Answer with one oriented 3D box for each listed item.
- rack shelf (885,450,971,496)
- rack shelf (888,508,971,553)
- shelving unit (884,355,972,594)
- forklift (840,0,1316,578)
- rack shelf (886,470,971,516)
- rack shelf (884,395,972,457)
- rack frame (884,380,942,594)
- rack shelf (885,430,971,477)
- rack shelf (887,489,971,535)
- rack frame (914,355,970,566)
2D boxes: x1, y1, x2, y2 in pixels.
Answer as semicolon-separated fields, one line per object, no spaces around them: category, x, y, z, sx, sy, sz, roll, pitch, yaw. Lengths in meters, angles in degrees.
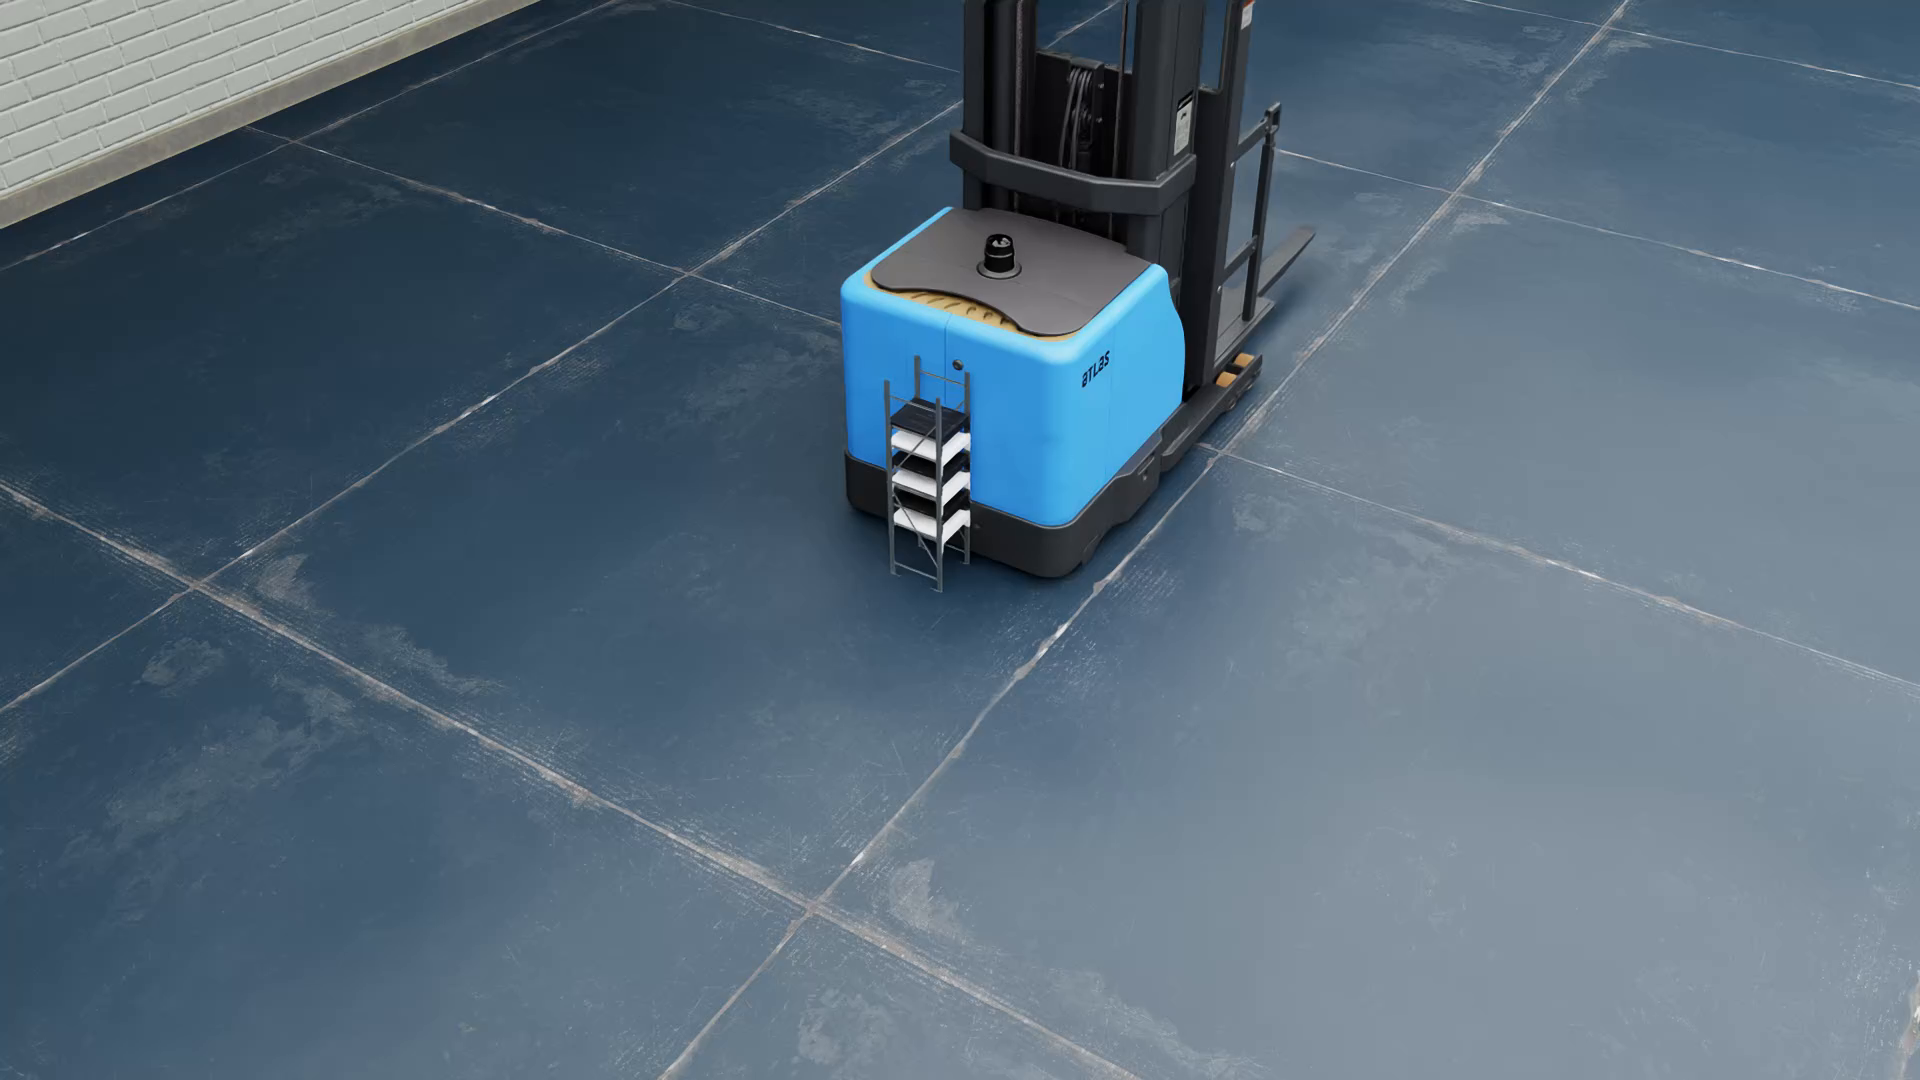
rack shelf;-0.119;-0.284;6.288;0.258;0.077;0.200;21;42;24
rack shelf;-0.119;-0.070;6.453;0.258;0.077;0.200;21;42;24
shelving unit;-0.119;-0.239;6.323;0.258;0.900;0.210;21;42;24
forklift;0.731;-1.888;6.798;1.130;2.935;3.031;21;42;24
rack shelf;-0.119;-0.213;6.343;0.258;0.077;0.200;21;42;24
rack shelf;-0.119;-0.426;6.179;0.258;0.077;0.200;21;42;24
rack frame;-0.172;-0.186;6.254;0.240;0.900;0.006;21;42;24
rack shelf;-0.119;-0.355;6.233;0.258;0.077;0.200;21;42;24
rack shelf;-0.119;-0.141;6.398;0.258;0.077;0.200;21;42;24
rack frame;-0.066;-0.292;6.392;0.240;0.900;0.006;21;42;24
